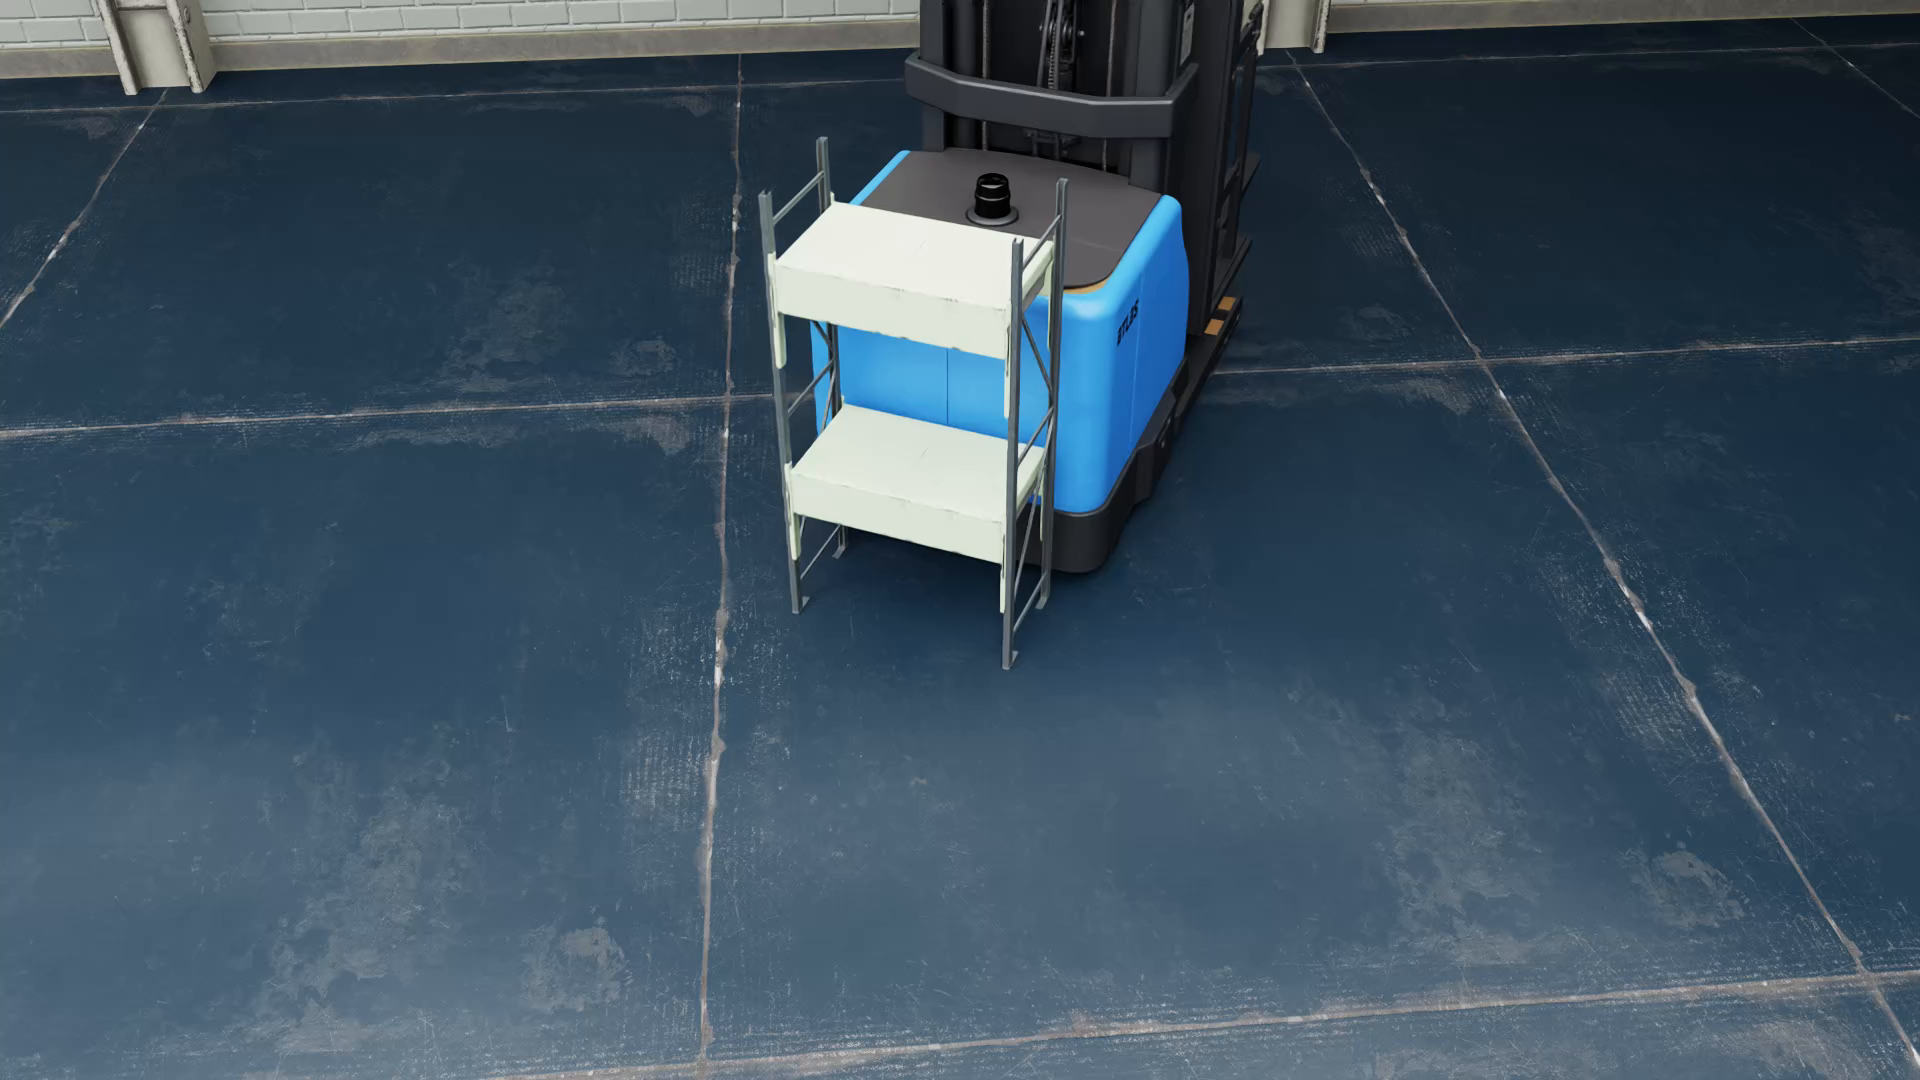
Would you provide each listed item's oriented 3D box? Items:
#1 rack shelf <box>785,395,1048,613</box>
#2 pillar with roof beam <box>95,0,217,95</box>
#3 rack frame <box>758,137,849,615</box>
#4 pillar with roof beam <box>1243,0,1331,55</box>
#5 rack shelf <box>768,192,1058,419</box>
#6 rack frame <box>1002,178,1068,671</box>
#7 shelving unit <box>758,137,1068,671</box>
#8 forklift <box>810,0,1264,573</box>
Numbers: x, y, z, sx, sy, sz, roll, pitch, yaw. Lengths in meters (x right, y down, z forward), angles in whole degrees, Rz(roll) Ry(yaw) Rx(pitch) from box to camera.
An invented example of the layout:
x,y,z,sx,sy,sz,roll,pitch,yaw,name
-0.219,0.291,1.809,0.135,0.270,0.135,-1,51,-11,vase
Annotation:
x,y,z,sx,sy,sz,roll,pitch,yaw,name
-0.125,-0.121,5.219,0.720,0.370,0.431,14,40,17,rack shelf
-3.803,-3.313,2.684,0.400,9.000,9.100,-3,38,-4,pillar with roof beam
-0.465,-0.460,5.122,0.023,1.500,0.400,14,40,17,rack frame
2.174,-3.642,3.101,0.400,9.000,9.100,-3,38,-4,pillar with roof beam
-0.125,-0.683,4.775,0.720,0.370,0.431,14,40,17,rack shelf
0.216,-0.294,4.912,0.023,1.500,0.400,14,40,17,rack frame
-0.125,-0.377,5.017,0.755,1.500,0.431,14,40,17,shelving unit
0.511,-1.956,5.863,1.130,2.935,3.031,14,40,17,forklift
